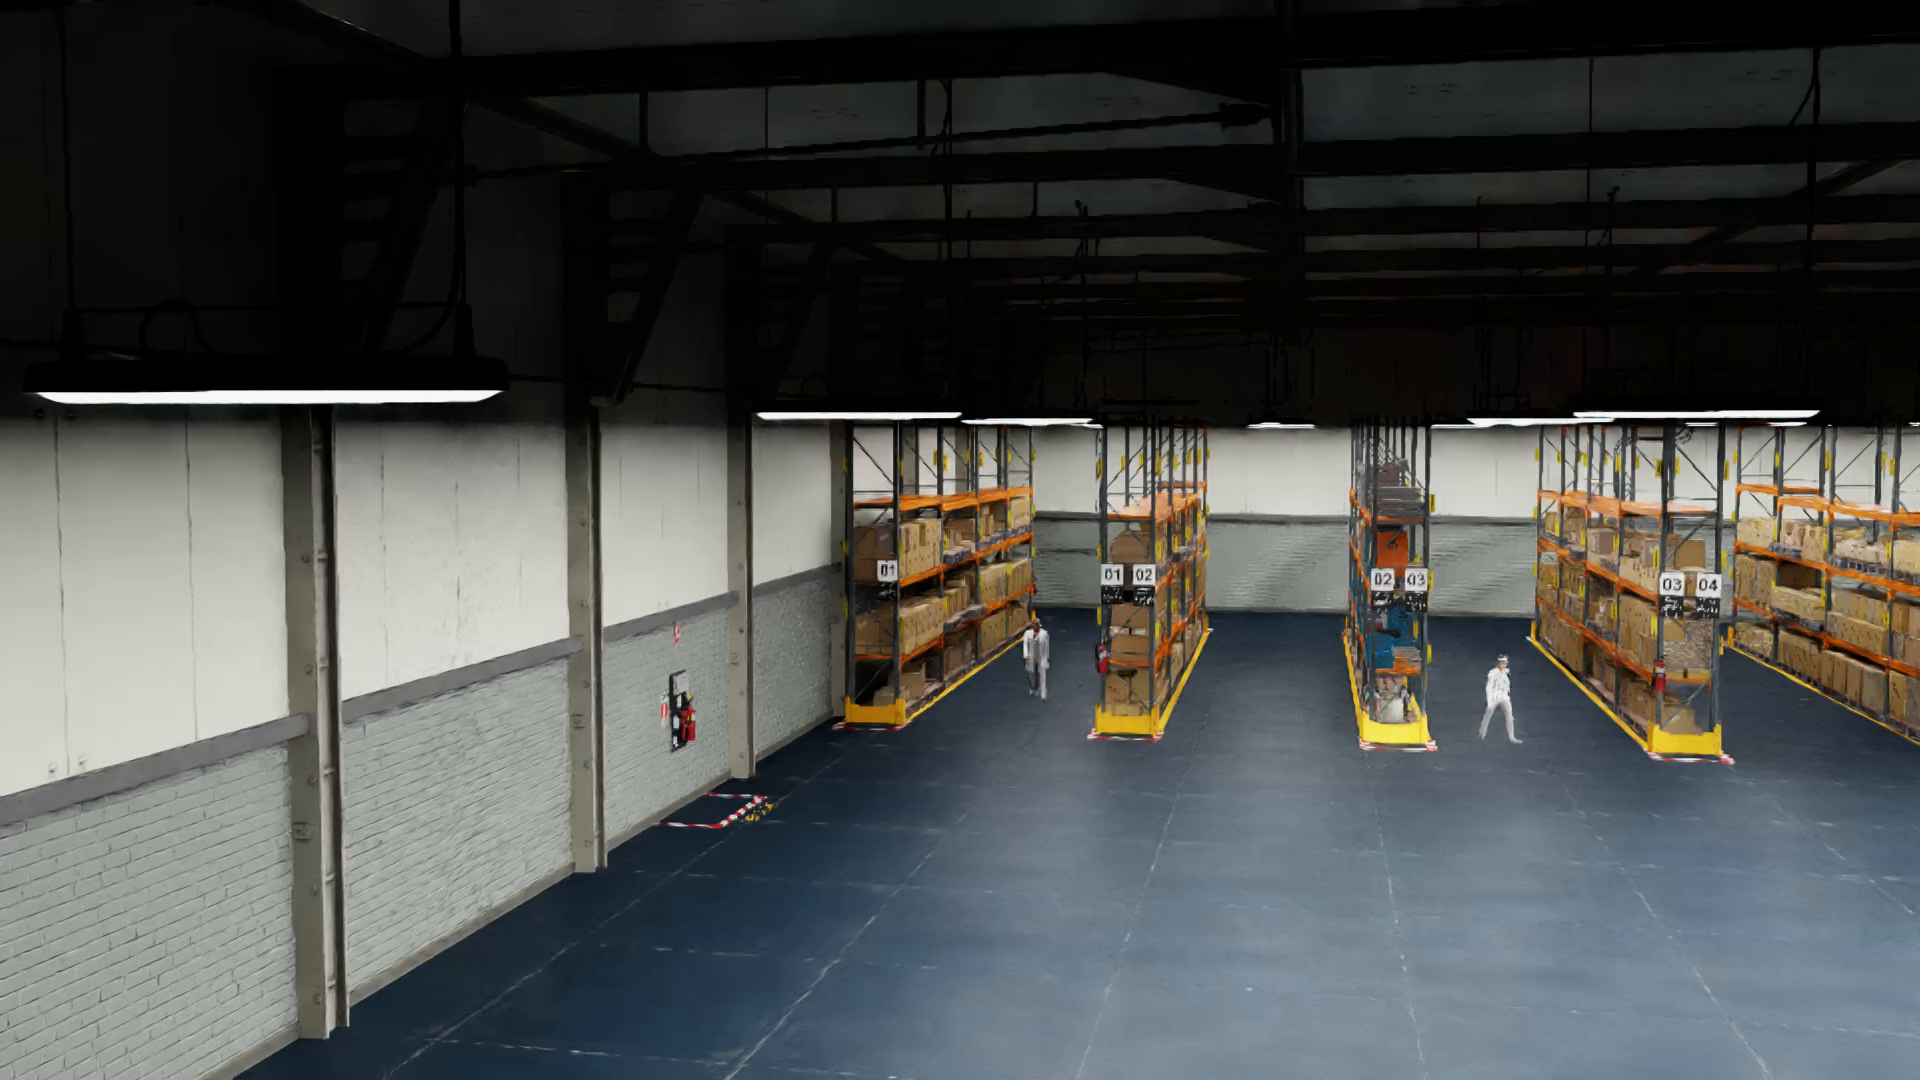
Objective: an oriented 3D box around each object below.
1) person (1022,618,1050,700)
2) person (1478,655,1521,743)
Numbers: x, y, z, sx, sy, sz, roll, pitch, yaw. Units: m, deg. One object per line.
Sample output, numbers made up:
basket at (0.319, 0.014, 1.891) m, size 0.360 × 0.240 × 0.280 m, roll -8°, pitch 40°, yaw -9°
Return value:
person at (1.614, 2.502, 35.241) m, size 0.580 × 1.715 × 1.105 m, roll 0°, pitch 4°, yaw 3°
person at (9.863, 2.887, 30.443) m, size 0.529 × 1.626 × 0.938 m, roll -1°, pitch 4°, yaw -12°
